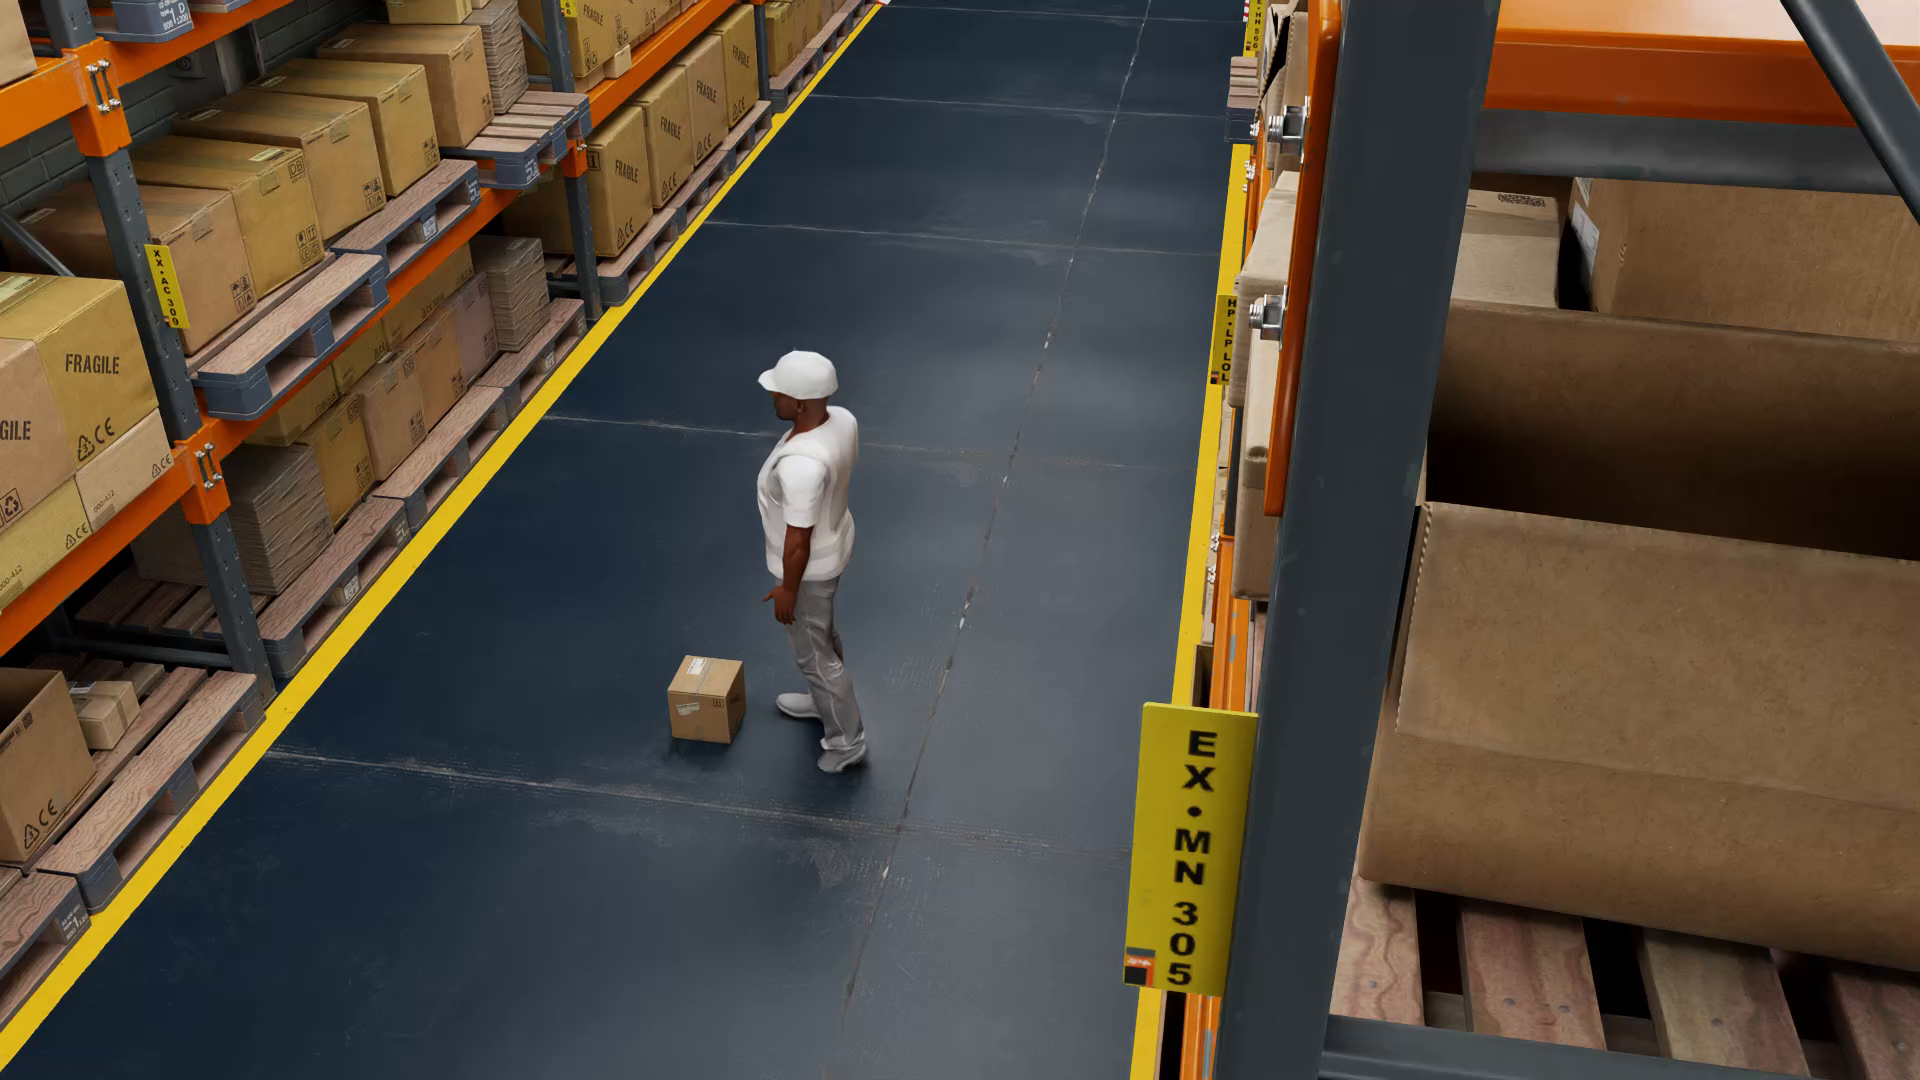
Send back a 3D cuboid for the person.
[{"bbox_3d":[-0.585,0.107,6.525,0.470,1.853,0.570,6,33,9],"label":"person"}]
